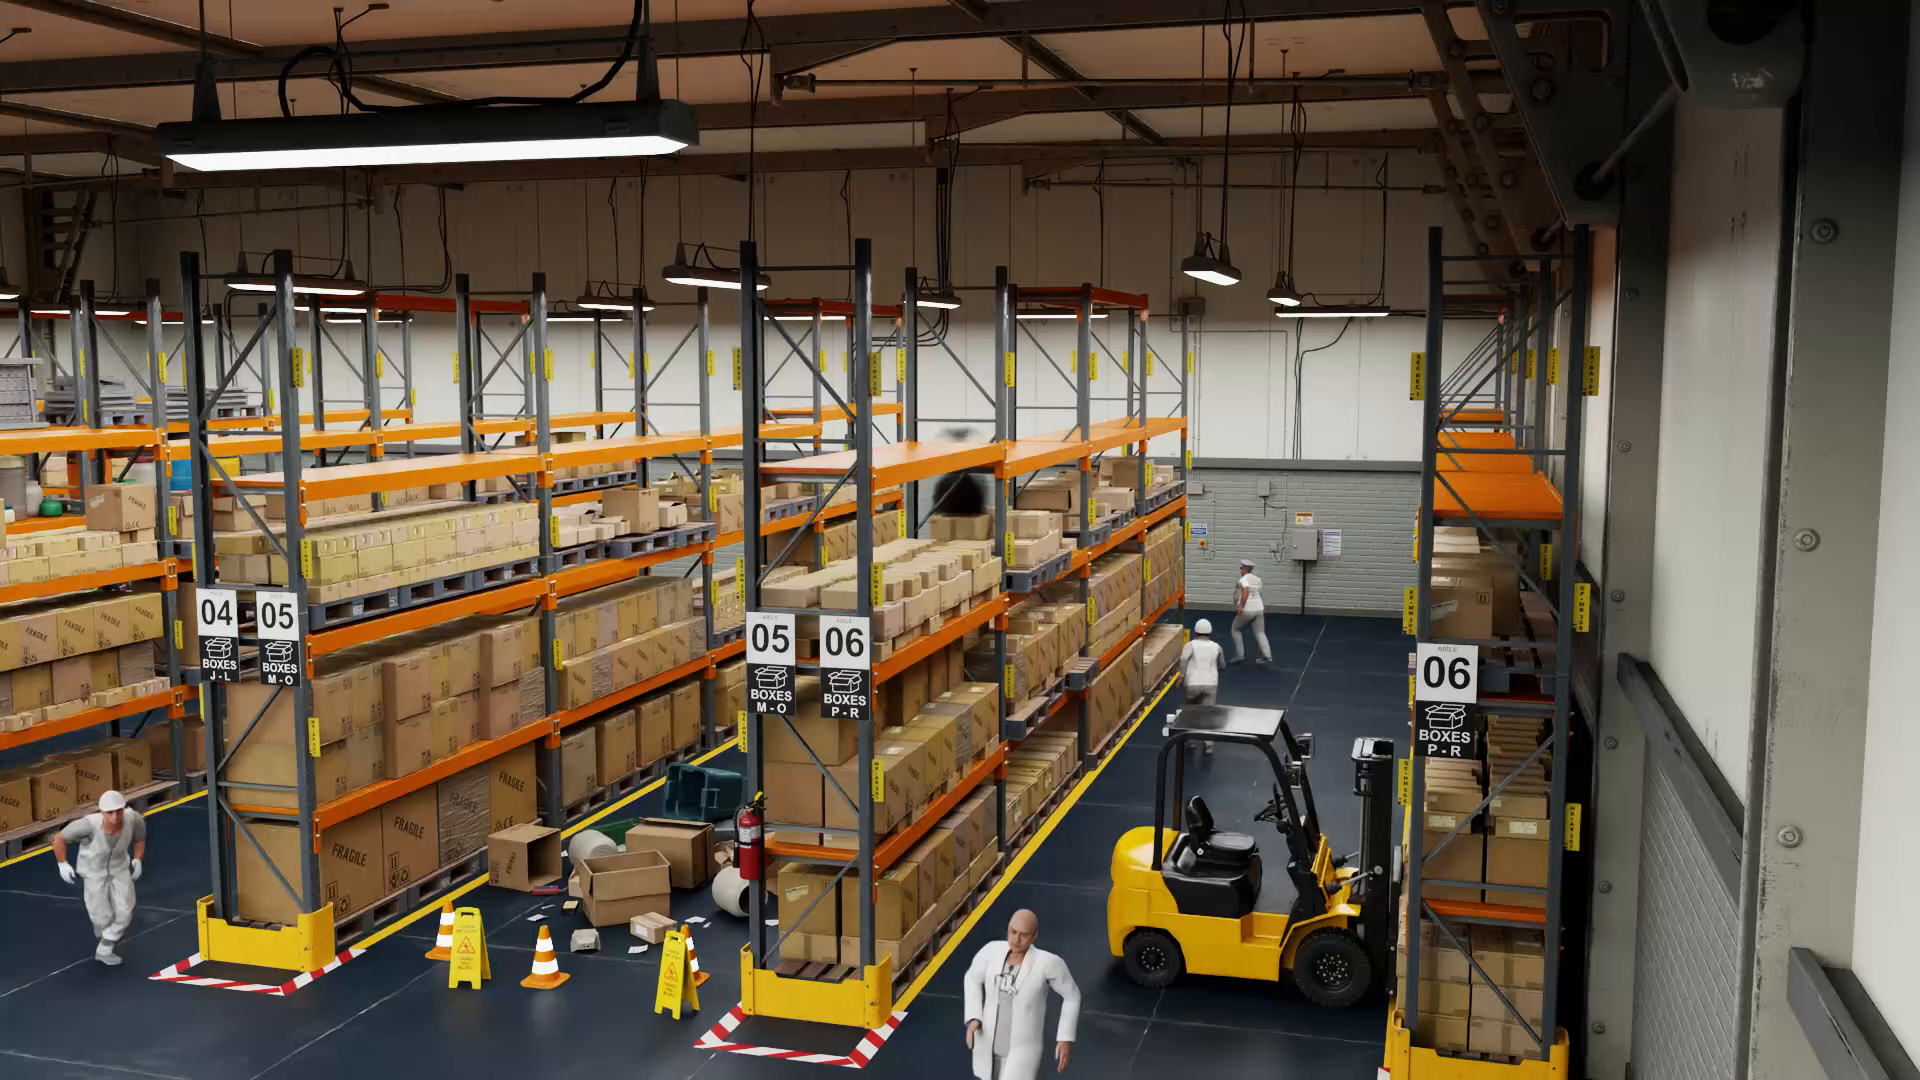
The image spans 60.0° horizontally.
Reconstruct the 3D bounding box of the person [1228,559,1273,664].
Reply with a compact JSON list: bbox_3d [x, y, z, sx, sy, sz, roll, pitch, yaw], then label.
[{"bbox_3d":[4.833,1.218,27.621,0.670,1.766,0.971,-4,7,-30],"label":"person"}]

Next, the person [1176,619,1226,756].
[{"bbox_3d":[3.101,1.901,21.382,0.654,1.738,0.986,0,6,4],"label":"person"}]

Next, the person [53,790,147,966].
[{"bbox_3d":[-7.208,2.831,13.968,0.688,1.586,0.913,-6,8,-41],"label":"person"}]

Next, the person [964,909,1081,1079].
[{"bbox_3d":[0.332,3.121,10.191,0.747,1.769,1.068,3,7,25],"label":"person"}]
